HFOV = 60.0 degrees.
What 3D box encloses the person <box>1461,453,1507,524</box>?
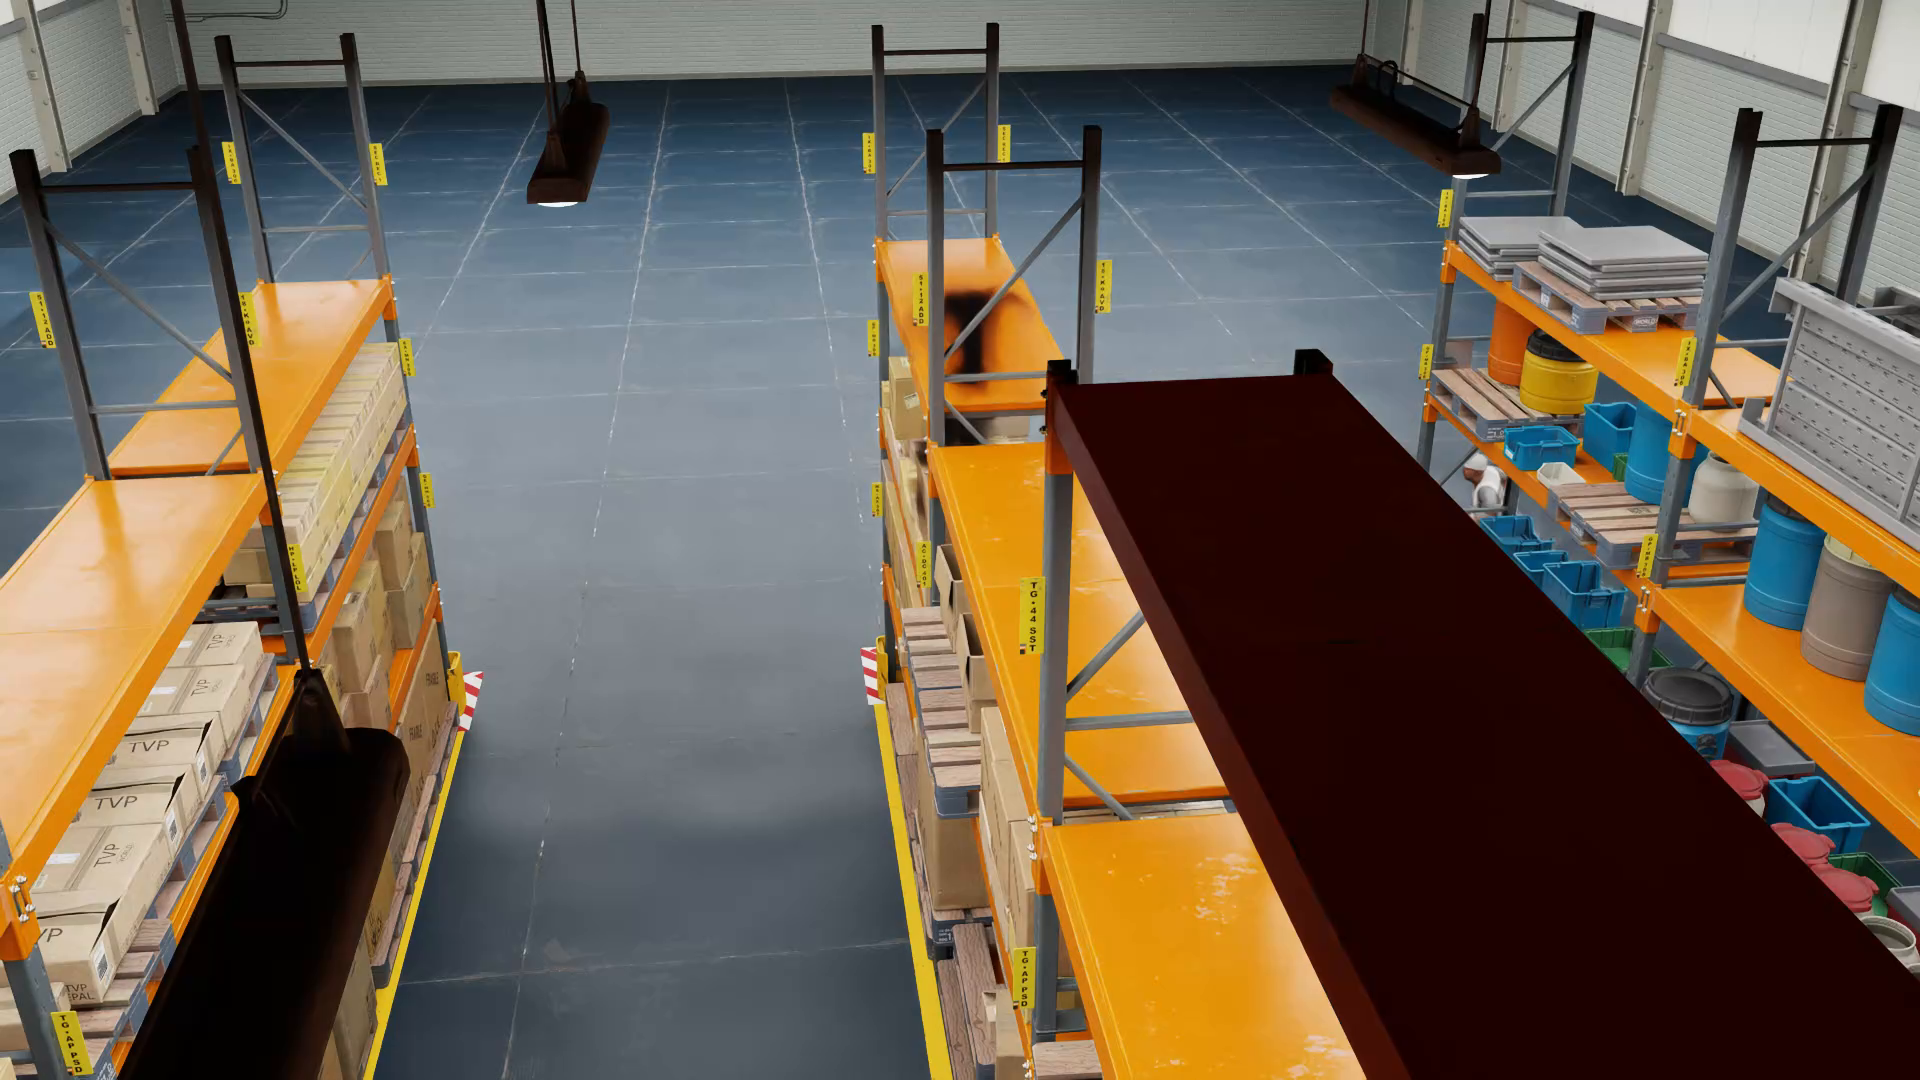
[{"bbox_3d":[5.441,-0.035,16.677,1.036,1.738,0.734,8,27,16],"label":"person"}]
